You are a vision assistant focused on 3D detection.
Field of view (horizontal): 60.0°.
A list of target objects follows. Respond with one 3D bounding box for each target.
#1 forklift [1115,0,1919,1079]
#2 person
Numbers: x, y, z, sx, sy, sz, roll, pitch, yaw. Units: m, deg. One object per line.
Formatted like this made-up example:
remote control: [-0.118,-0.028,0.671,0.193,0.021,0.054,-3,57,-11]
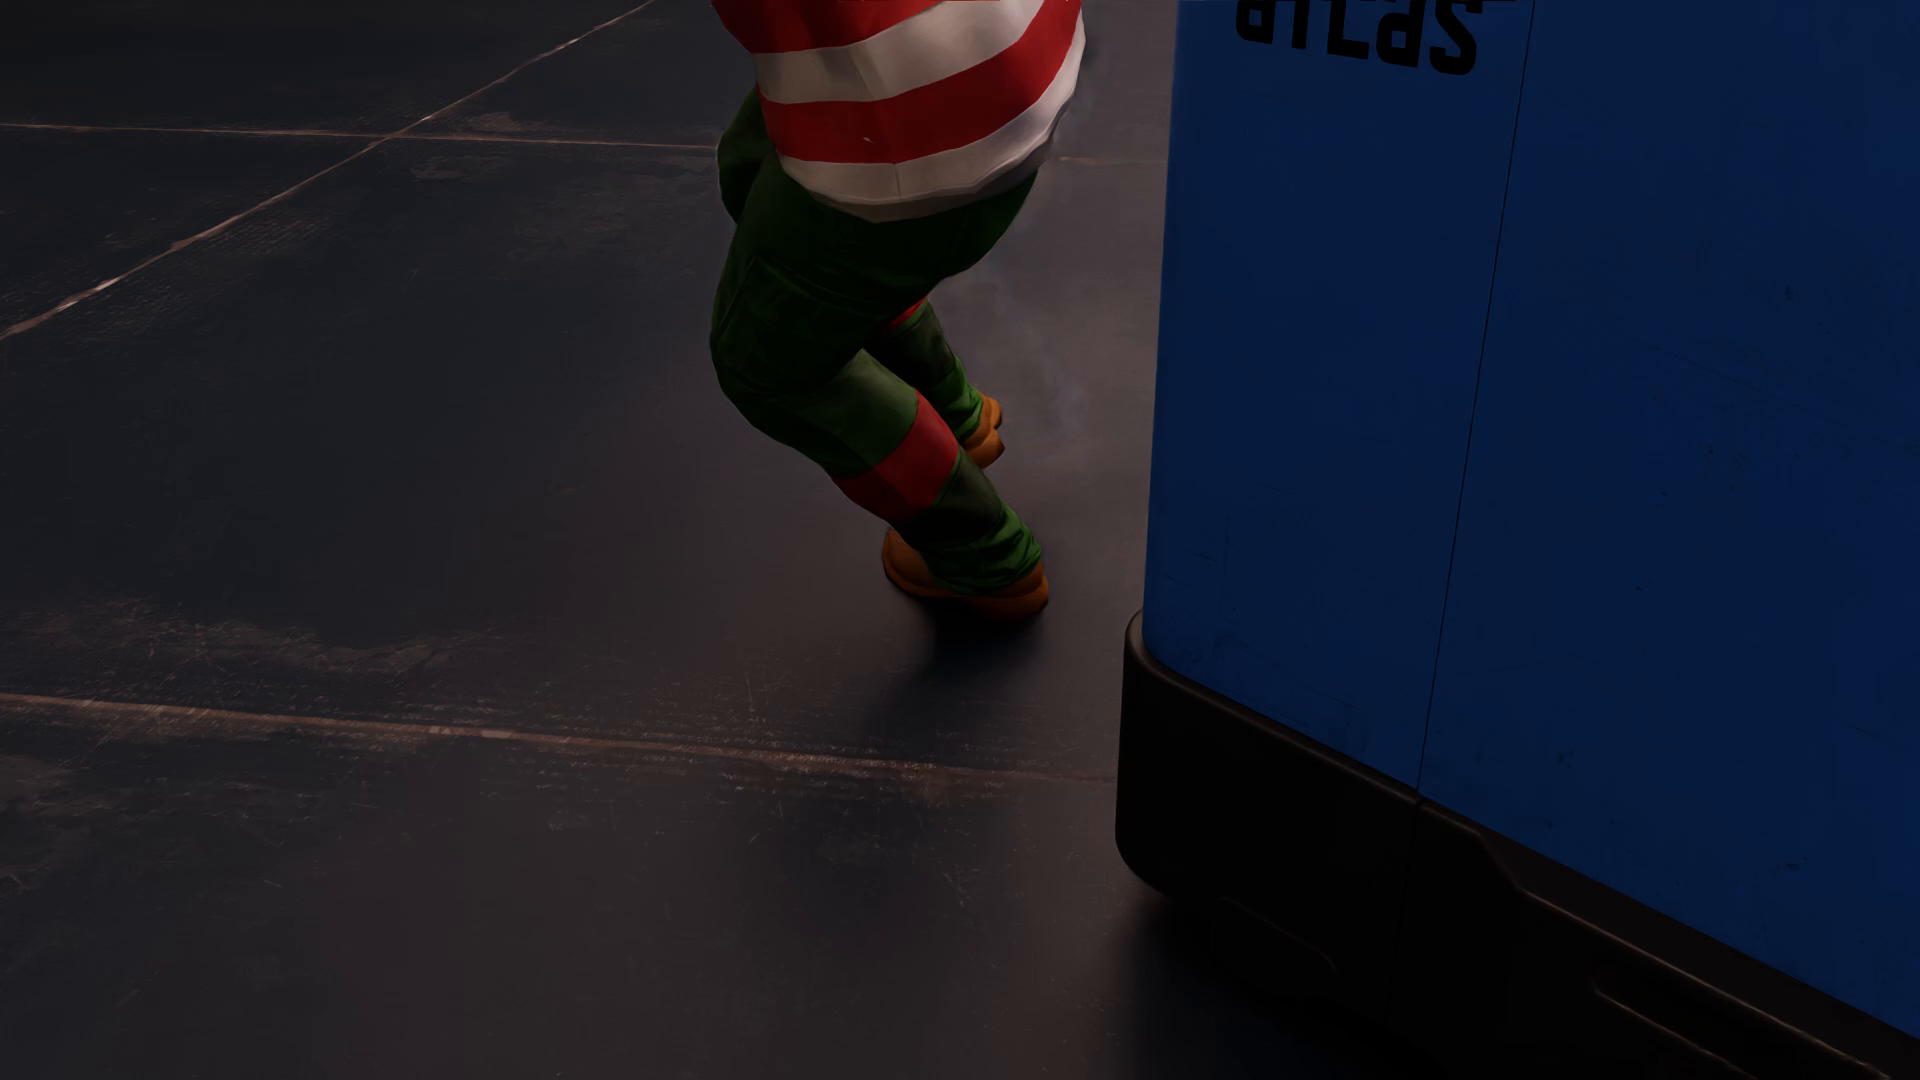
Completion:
forklift: [1.535,-0.606,0.431,1.130,2.935,3.031,-23,34,-38]
person: [-0.271,-0.559,1.926,0.919,1.528,1.067,10,28,19]
